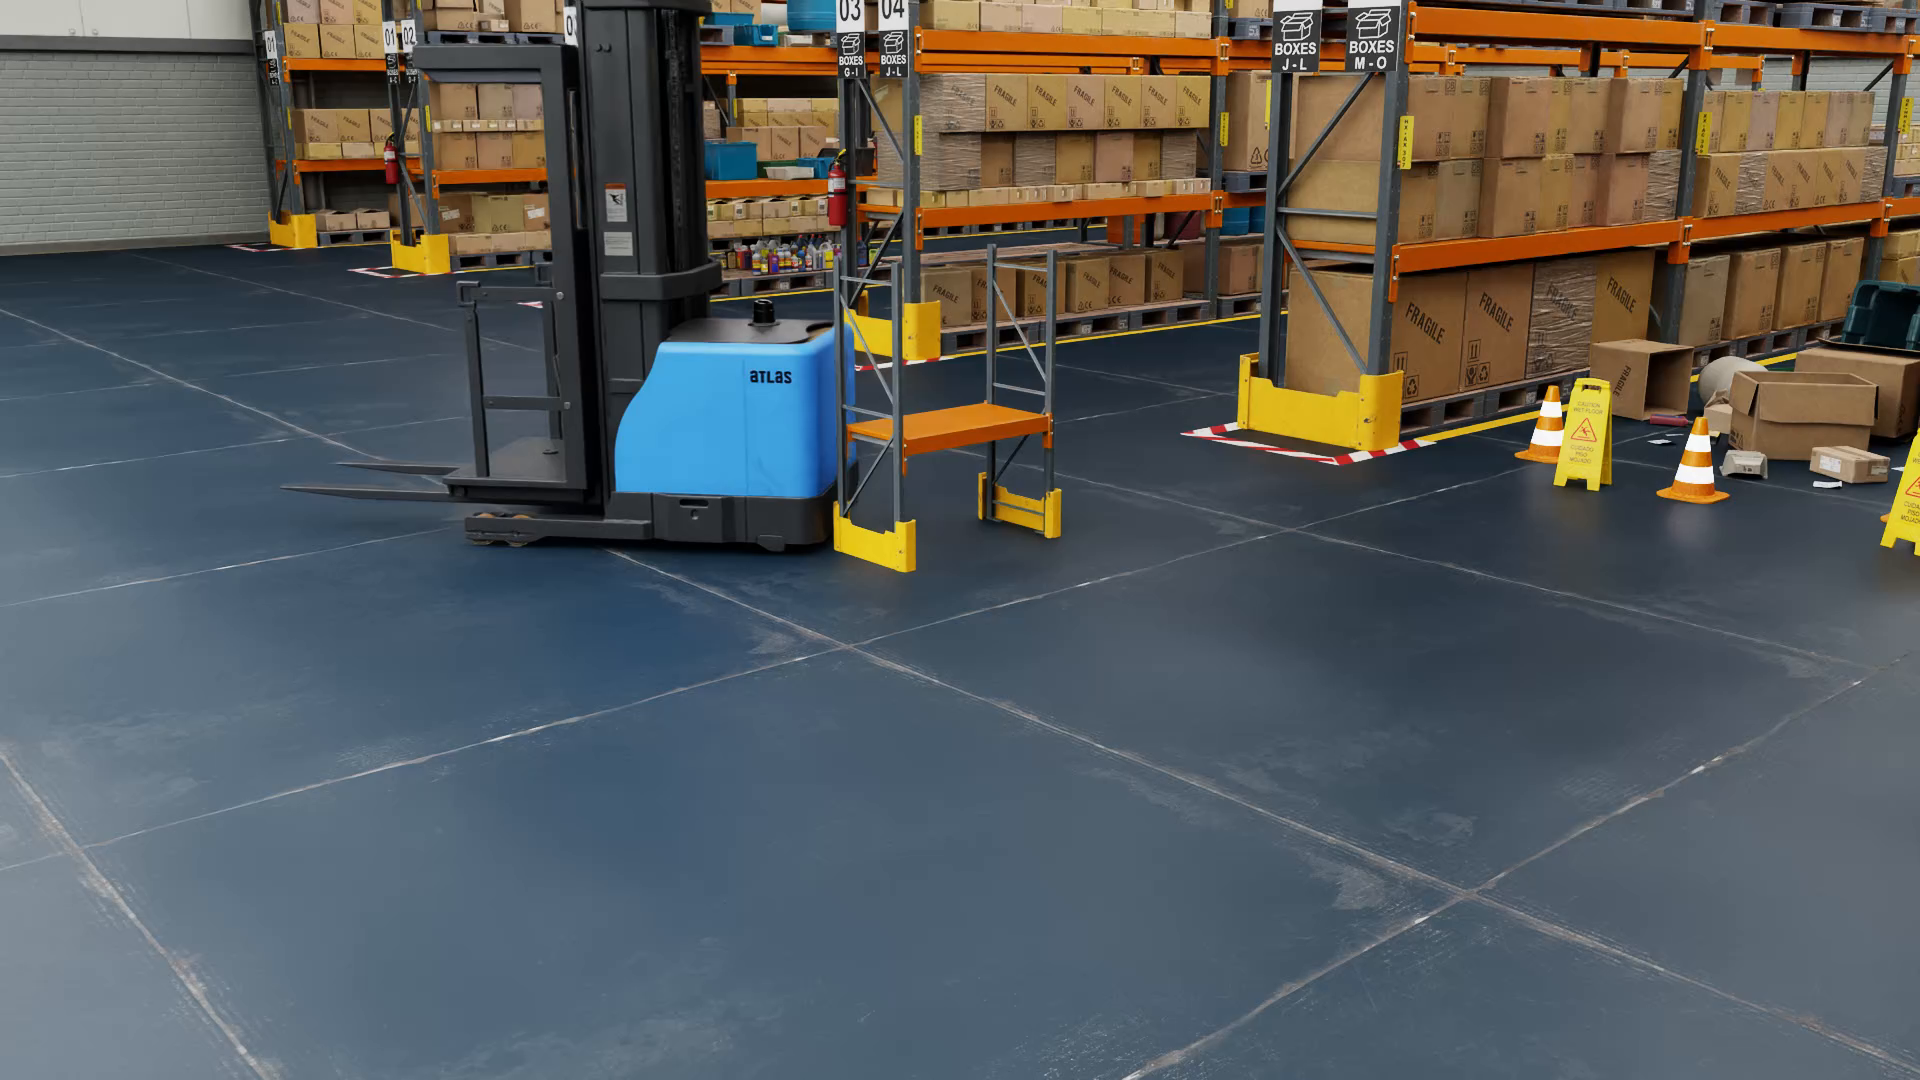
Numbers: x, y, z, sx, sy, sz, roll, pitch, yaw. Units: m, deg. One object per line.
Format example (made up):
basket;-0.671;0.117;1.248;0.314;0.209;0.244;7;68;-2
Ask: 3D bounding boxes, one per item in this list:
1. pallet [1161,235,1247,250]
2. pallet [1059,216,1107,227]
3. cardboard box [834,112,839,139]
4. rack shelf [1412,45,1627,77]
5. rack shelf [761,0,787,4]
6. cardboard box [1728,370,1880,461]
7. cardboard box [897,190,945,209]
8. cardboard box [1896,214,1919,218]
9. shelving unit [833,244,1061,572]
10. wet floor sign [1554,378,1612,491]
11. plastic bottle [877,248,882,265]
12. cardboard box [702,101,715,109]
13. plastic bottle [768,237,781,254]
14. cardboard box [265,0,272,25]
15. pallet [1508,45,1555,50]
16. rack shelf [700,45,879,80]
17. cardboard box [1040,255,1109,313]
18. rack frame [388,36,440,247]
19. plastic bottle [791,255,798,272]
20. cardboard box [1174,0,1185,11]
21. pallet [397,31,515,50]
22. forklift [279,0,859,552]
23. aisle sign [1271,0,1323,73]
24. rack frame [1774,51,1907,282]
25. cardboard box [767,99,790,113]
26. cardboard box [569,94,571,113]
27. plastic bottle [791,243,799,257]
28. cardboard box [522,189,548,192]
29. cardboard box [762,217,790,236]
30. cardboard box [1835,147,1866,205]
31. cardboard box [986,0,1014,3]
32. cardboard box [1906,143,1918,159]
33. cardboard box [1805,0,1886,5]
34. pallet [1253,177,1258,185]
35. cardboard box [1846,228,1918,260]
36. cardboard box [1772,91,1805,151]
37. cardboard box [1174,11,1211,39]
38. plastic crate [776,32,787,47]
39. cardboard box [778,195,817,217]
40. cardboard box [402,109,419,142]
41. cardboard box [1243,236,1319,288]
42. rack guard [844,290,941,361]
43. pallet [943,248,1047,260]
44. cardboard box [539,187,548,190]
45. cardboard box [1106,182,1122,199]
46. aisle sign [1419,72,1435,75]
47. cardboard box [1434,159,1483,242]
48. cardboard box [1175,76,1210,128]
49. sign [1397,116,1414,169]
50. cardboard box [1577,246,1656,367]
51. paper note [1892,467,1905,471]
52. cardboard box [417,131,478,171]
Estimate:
pallet;3.554;-4.473;25.088;1.213;0.211;1.003;-13;19;-39
pallet;2.355;-5.885;30.372;1.213;0.211;1.003;-13;19;-39
cardboard box;-2.364;-7.982;32.012;0.500;0.500;0.500;-13;19;-39
rack shelf;6.827;-5.949;20.792;4.000;0.370;1.077;-13;19;-39
rack shelf;-2.927;-10.098;31.287;4.000;0.370;1.077;-13;19;-39
cardboard box;5.452;-0.809;10.803;0.797;0.503;0.637;2;15;9
cardboard box;-0.345;-3.034;14.784;0.250;0.149;0.380;-13;19;-39
cardboard box;10.785;-3.488;18.571;0.500;0.250;0.500;-14;20;-42
shelving unit;-0.057;-0.712;8.508;1.083;1.500;0.587;-13;19;-39
wet floor sign;3.741;-0.643;9.908;0.267;0.644;0.232;12;19;37
plastic bottle;-1.019;-3.534;20.738;0.097;0.201;0.097;0;15;0
cardboard box;-4.677;-7.912;30.254;0.380;0.149;0.250;13;20;40
plastic bottle;-2.295;-3.568;20.577;0.185;0.351;0.144;-13;20;-40
cardboard box;-10.318;-8.161;25.507;0.500;0.500;0.500;-12;19;-37
pallet;6.611;-6.176;20.614;1.213;0.211;1.003;-12;19;-37
rack shelf;-2.459;-5.558;19.328;4.000;0.370;1.077;-13;19;-39
cardboard box;1.129;-2.548;16.505;0.500;0.500;0.500;14;20;42
rack frame;-7.217;-5.083;21.967;0.127;3.000;1.000;-13;19;-39
plastic bottle;-1.987;-3.317;19.925;0.097;0.201;0.097;0;15;0
cardboard box;1.984;-5.262;16.342;0.250;0.149;0.380;-12;19;-39
pallet;-6.666;-6.604;22.021;1.213;0.211;1.003;-13;19;-39
forklift;-2.124;-1.511;8.729;3.031;2.935;1.130;2;15;8
aisle sign;2.213;-3.473;10.903;0.004;0.787;0.394;-13;19;-39
rack frame;8.498;-3.526;16.139;0.127;3.000;1.000;-13;19;-39
cardboard box;-3.519;-8.084;30.939;0.500;0.250;0.500;-13;20;-40
cardboard box;-5.665;-6.104;23.082;0.500;0.500;0.700;-13;19;-39
plastic bottle;-2.060;-3.570;20.737;0.097;0.271;0.097;0;15;0
cardboard box;-5.885;-4.725;23.689;0.500;0.500;0.500;-13;19;-39
cardboard box;-2.957;-4.830;25.533;0.500;0.250;0.500;-13;20;-41
cardboard box;7.958;-3.362;15.329;0.500;0.500;0.500;-13;19;-39
cardboard box;0.264;-4.849;14.796;0.250;0.149;0.380;-12;19;-37
cardboard box;9.198;-3.841;16.413;0.250;0.149;0.380;-11;19;-37
cardboard box;7.907;-4.948;14.815;0.500;0.311;0.500;-13;19;-39
pallet;3.852;-4.073;18.557;1.213;0.211;1.003;-13;19;-39
cardboard box;9.177;-2.953;16.571;0.500;0.250;0.500;-14;20;-42
cardboard box;7.001;-3.724;14.747;0.500;0.500;0.700;-13;20;-40
cardboard box;2.128;-5.080;16.434;0.500;0.250;0.500;-12;19;-37
plastic crate;-2.319;-5.928;19.729;0.450;0.188;0.336;-13;19;-39
cardboard box;-2.565;-5.188;25.788;0.500;0.311;0.500;-12;19;-38
cardboard box;-8.759;-6.626;26.544;0.500;0.500;0.500;-12;19;-38
cardboard box;3.572;-3.108;18.565;0.700;0.500;0.500;14;20;42
rack guard;-0.659;-1.959;15.115;0.348;0.500;1.175;-13;19;-39
pallet;0.537;-3.797;22.555;1.213;0.211;1.003;-13;19;-39
cardboard box;-6.909;-5.857;28.856;0.500;0.500;0.700;-12;19;-38
cardboard box;1.356;-3.414;16.206;0.250;0.149;0.380;-13;19;-39
aisle sign;7.962;-8.154;28.428;0.004;0.787;0.394;-13;19;-39
cardboard box;3.114;-2.413;11.679;0.550;0.550;0.875;-13;19;-39
cardboard box;2.142;-4.377;16.615;0.500;0.500;0.500;-13;19;-39
sign;2.823;-2.518;10.535;0.005;0.325;0.100;-13;19;-39
cardboard box;4.960;-1.932;13.474;0.875;0.875;0.875;-12;19;-39
paper note;5.934;-0.447;10.386;0.142;0.019;0.148;-6;16;-20
cardboard box;-6.856;-5.208;22.241;0.500;0.500;0.700;-13;19;-39
